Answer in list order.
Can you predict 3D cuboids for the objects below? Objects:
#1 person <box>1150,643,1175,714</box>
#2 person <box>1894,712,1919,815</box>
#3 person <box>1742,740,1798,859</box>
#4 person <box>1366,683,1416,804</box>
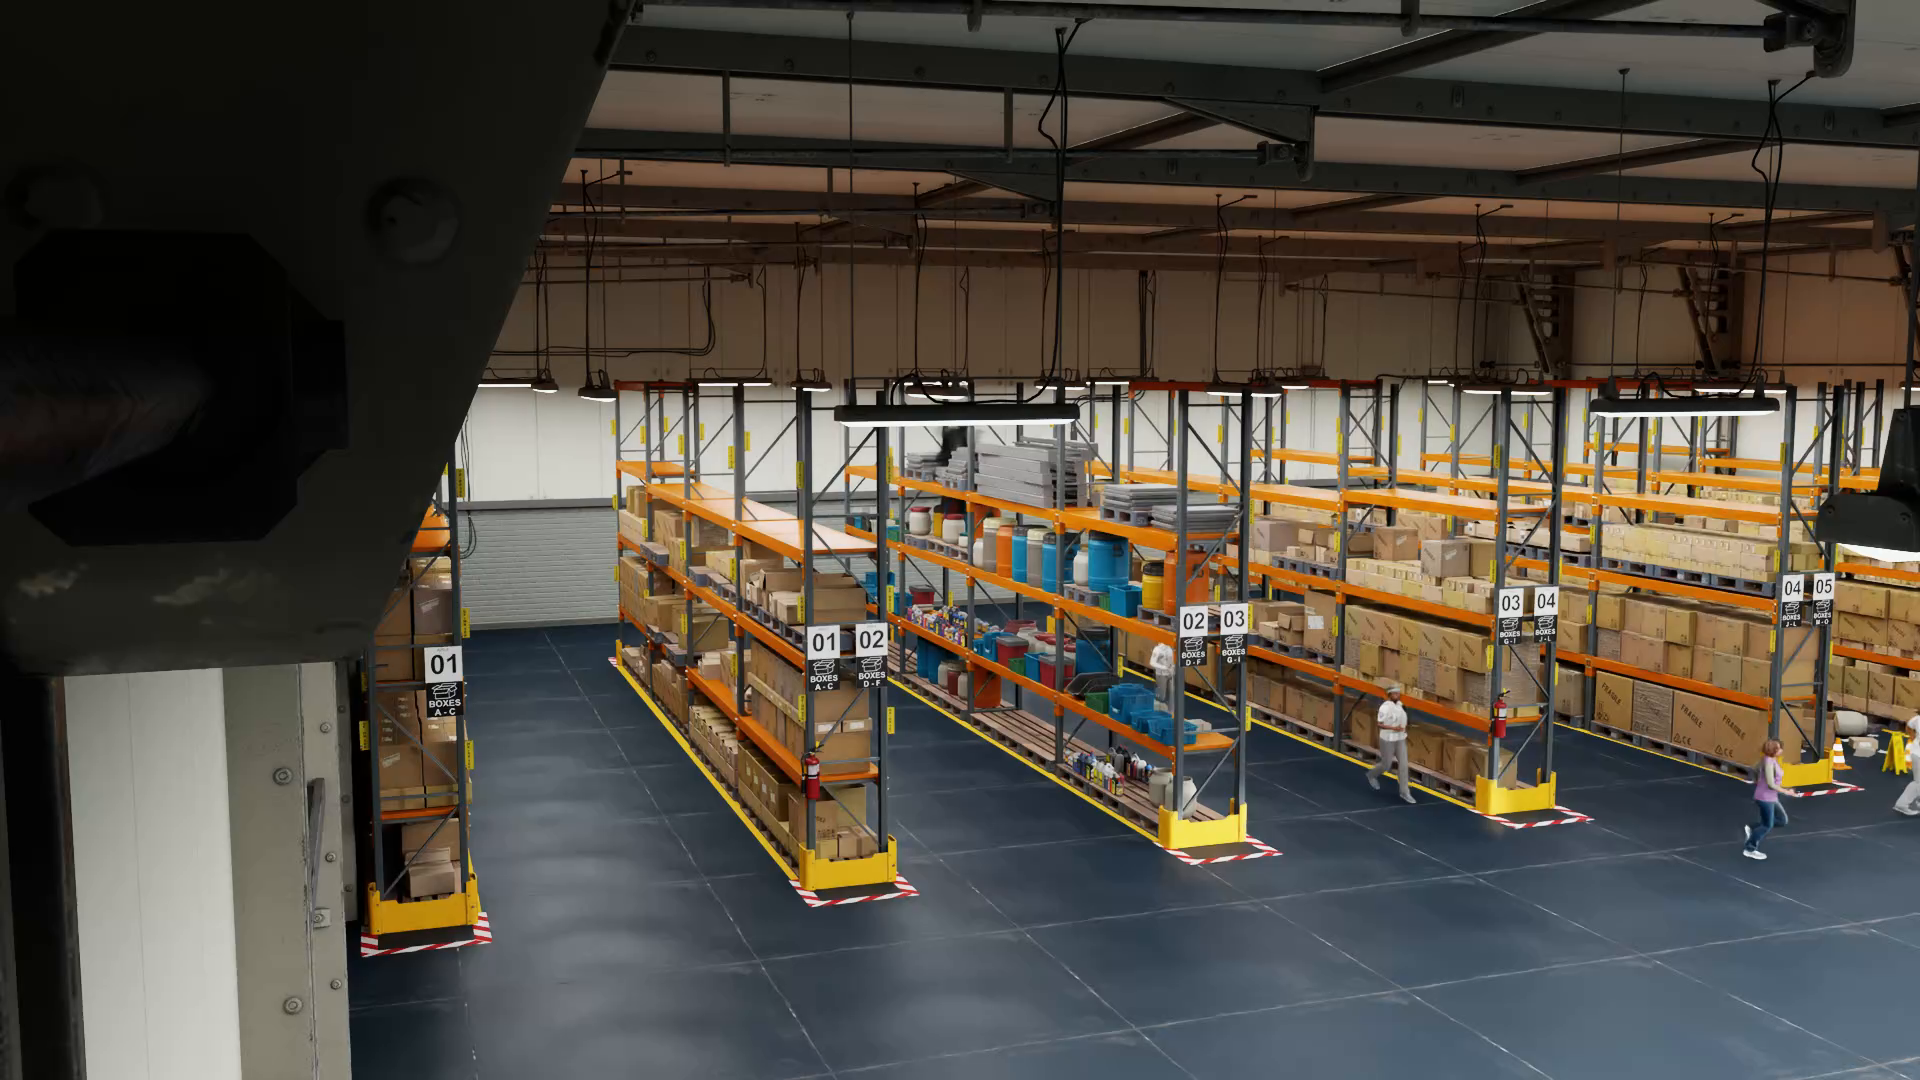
[{"bbox_3d":[3.624,2.389,29.334,0.618,1.664,0.890,-4,7,-30],"label":"person"},{"bbox_3d":[13.497,3.075,23.247,0.710,1.725,0.621,3,7,25],"label":"person"},{"bbox_3d":[10.378,3.314,21.276,0.603,1.554,0.563,3,7,28],"label":"person"},{"bbox_3d":[6.299,2.915,24.221,0.579,1.699,0.923,-3,7,-27],"label":"person"}]
